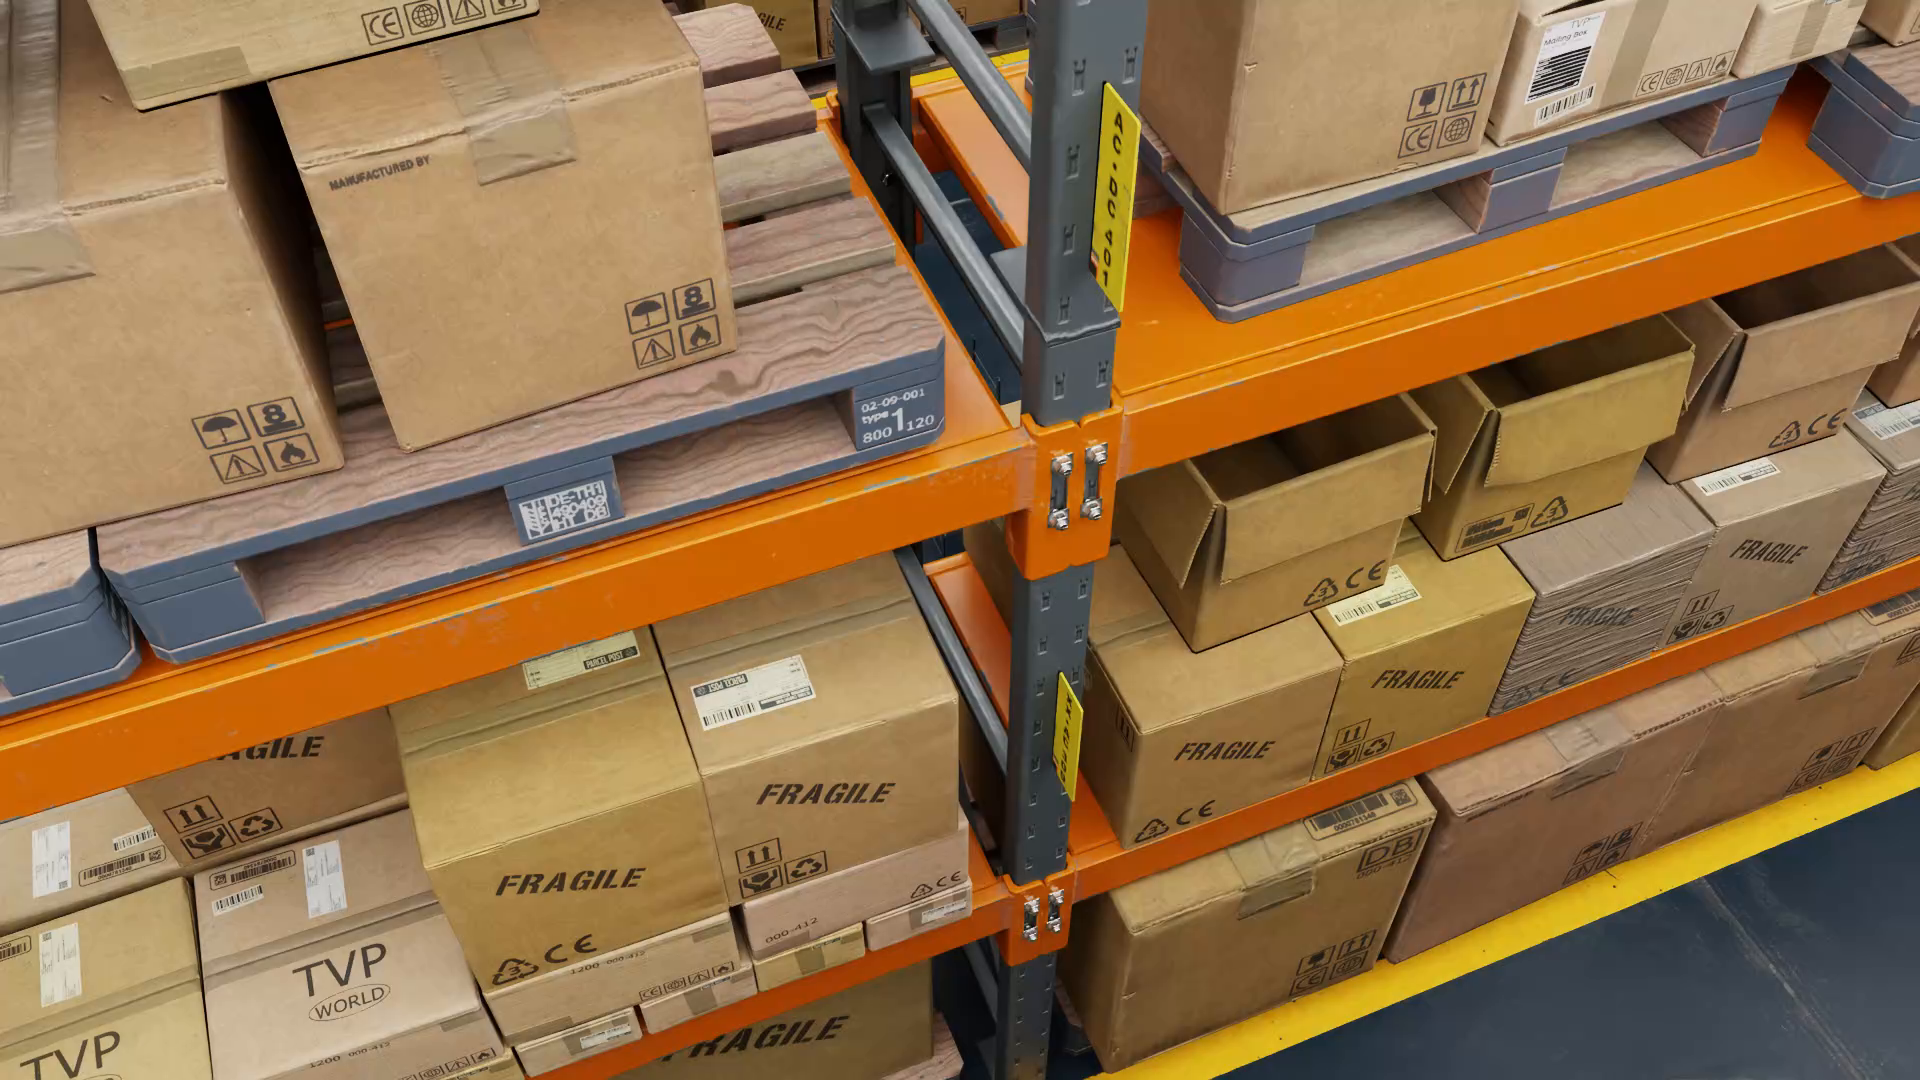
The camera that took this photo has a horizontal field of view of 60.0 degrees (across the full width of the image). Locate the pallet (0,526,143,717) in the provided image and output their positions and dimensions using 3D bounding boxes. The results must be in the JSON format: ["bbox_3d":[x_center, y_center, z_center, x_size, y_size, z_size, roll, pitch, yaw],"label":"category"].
[{"bbox_3d":[-1.887,-0.060,2.405,1.213,0.211,1.003,-17,52,-14],"label":"pallet"}]

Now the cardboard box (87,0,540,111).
[{"bbox_3d":[-0.871,-0.844,2.117,0.500,0.250,0.500,-20,52,-17],"label":"cardboard box"}]

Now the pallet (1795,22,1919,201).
[{"bbox_3d":[2.095,-1.204,3.454,1.213,0.211,1.003,-15,51,-13],"label":"pallet"}]

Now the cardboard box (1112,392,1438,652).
[{"bbox_3d":[0.590,-0.234,3.747,0.637,0.503,0.797,-18,52,-15],"label":"cardboard box"}]

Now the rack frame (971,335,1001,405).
[{"bbox_3d":[0.087,-0.320,5.932,0.006,0.900,0.240,-17,52,-14],"label":"rack frame"}]

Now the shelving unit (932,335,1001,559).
[{"bbox_3d":[-0.008,-0.291,5.907,0.210,0.900,0.258,-17,52,-14],"label":"shelving unit"}]

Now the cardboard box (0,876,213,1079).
[{"bbox_3d":[-1.728,1.017,3.302,0.500,0.250,0.500,-18,52,-15],"label":"cardboard box"}]

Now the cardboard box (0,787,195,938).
[{"bbox_3d":[-1.931,0.645,3.622,0.500,0.250,0.500,-17,51,-14],"label":"cardboard box"}]

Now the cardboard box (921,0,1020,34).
[{"bbox_3d":[-0.026,-2.859,8.099,0.500,0.500,0.500,-16,51,-14],"label":"cardboard box"}]

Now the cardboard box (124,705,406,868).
[{"bbox_3d":[-1.477,0.268,3.451,0.500,0.500,0.500,-19,52,-15],"label":"cardboard box"}]

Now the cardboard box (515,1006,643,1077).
[{"bbox_3d":[-0.870,0.935,3.635,0.250,0.149,0.380,-16,51,-14],"label":"cardboard box"}]

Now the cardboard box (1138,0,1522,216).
[{"bbox_3d":[0.535,-1.006,2.817,0.500,0.500,0.700,-16,51,-13],"label":"cardboard box"}]

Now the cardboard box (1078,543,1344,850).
[{"bbox_3d":[0.522,0.325,3.927,0.500,0.500,0.500,-17,51,-14],"label":"cardboard box"}]

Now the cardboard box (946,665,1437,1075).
[{"bbox_3d":[0.587,0.672,4.819,0.875,0.875,1.225,-17,51,-14],"label":"cardboard box"}]

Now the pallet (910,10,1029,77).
[{"bbox_3d":[0.072,-2.867,8.573,1.213,0.211,1.003,-17,52,-14],"label":"pallet"}]

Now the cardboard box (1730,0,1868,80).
[{"bbox_3d":[1.437,-1.040,3.077,0.250,0.149,0.380,-19,52,-16],"label":"cardboard box"}]

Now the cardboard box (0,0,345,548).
[{"bbox_3d":[-1.199,-0.447,2.271,0.500,0.500,0.700,-15,51,-12],"label":"cardboard box"}]

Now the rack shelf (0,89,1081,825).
[{"bbox_3d":[-1.850,0.145,2.645,4.000,0.370,1.077,-17,52,-14],"label":"rack shelf"}]

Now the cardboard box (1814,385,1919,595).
[{"bbox_3d":[2.399,-0.260,4.430,0.500,0.500,0.500,-19,52,-15],"label":"cardboard box"}]

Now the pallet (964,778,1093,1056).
[{"bbox_3d":[0.688,0.948,5.296,1.213,0.211,1.003,-17,52,-14],"label":"pallet"}]

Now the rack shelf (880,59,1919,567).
[{"bbox_3d":[1.854,-1.002,3.631,4.000,0.370,1.077,-17,52,-14],"label":"rack shelf"}]

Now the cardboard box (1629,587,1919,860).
[{"bbox_3d":[2.230,0.156,5.263,0.875,0.875,1.225,-17,51,-14],"label":"cardboard box"}]

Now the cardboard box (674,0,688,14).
[{"bbox_3d":[-1.190,-2.910,8.143,0.500,0.500,0.500,-18,52,-15],"label":"cardboard box"}]

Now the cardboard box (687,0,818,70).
[{"bbox_3d":[-0.995,-2.546,7.830,0.500,0.500,0.500,-15,51,-13],"label":"cardboard box"}]

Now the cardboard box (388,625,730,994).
[{"bbox_3d":[-0.788,0.482,3.267,0.500,0.500,0.500,-17,51,-14],"label":"cardboard box"}]

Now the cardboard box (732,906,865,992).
[{"bbox_3d":[-0.395,0.788,3.762,0.250,0.149,0.380,-16,51,-14],"label":"cardboard box"}]

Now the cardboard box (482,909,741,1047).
[{"bbox_3d":[-0.786,0.727,3.551,0.500,0.250,0.500,-16,51,-13],"label":"cardboard box"}]

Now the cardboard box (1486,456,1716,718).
[{"bbox_3d":[1.451,0.037,4.175,0.500,0.500,0.500,-18,52,-15],"label":"cardboard box"}]

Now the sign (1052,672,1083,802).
[{"bbox_3d":[0.213,0.396,3.310,0.005,0.325,0.100,-17,52,-14],"label":"sign"}]

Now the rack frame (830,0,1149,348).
[{"bbox_3d":[0.002,-1.640,1.727,0.127,3.000,1.000,-17,52,-14],"label":"rack frame"}]

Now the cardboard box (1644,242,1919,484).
[{"bbox_3d":[1.799,-0.612,4.071,0.637,0.503,0.797,-16,51,-13],"label":"cardboard box"}]
